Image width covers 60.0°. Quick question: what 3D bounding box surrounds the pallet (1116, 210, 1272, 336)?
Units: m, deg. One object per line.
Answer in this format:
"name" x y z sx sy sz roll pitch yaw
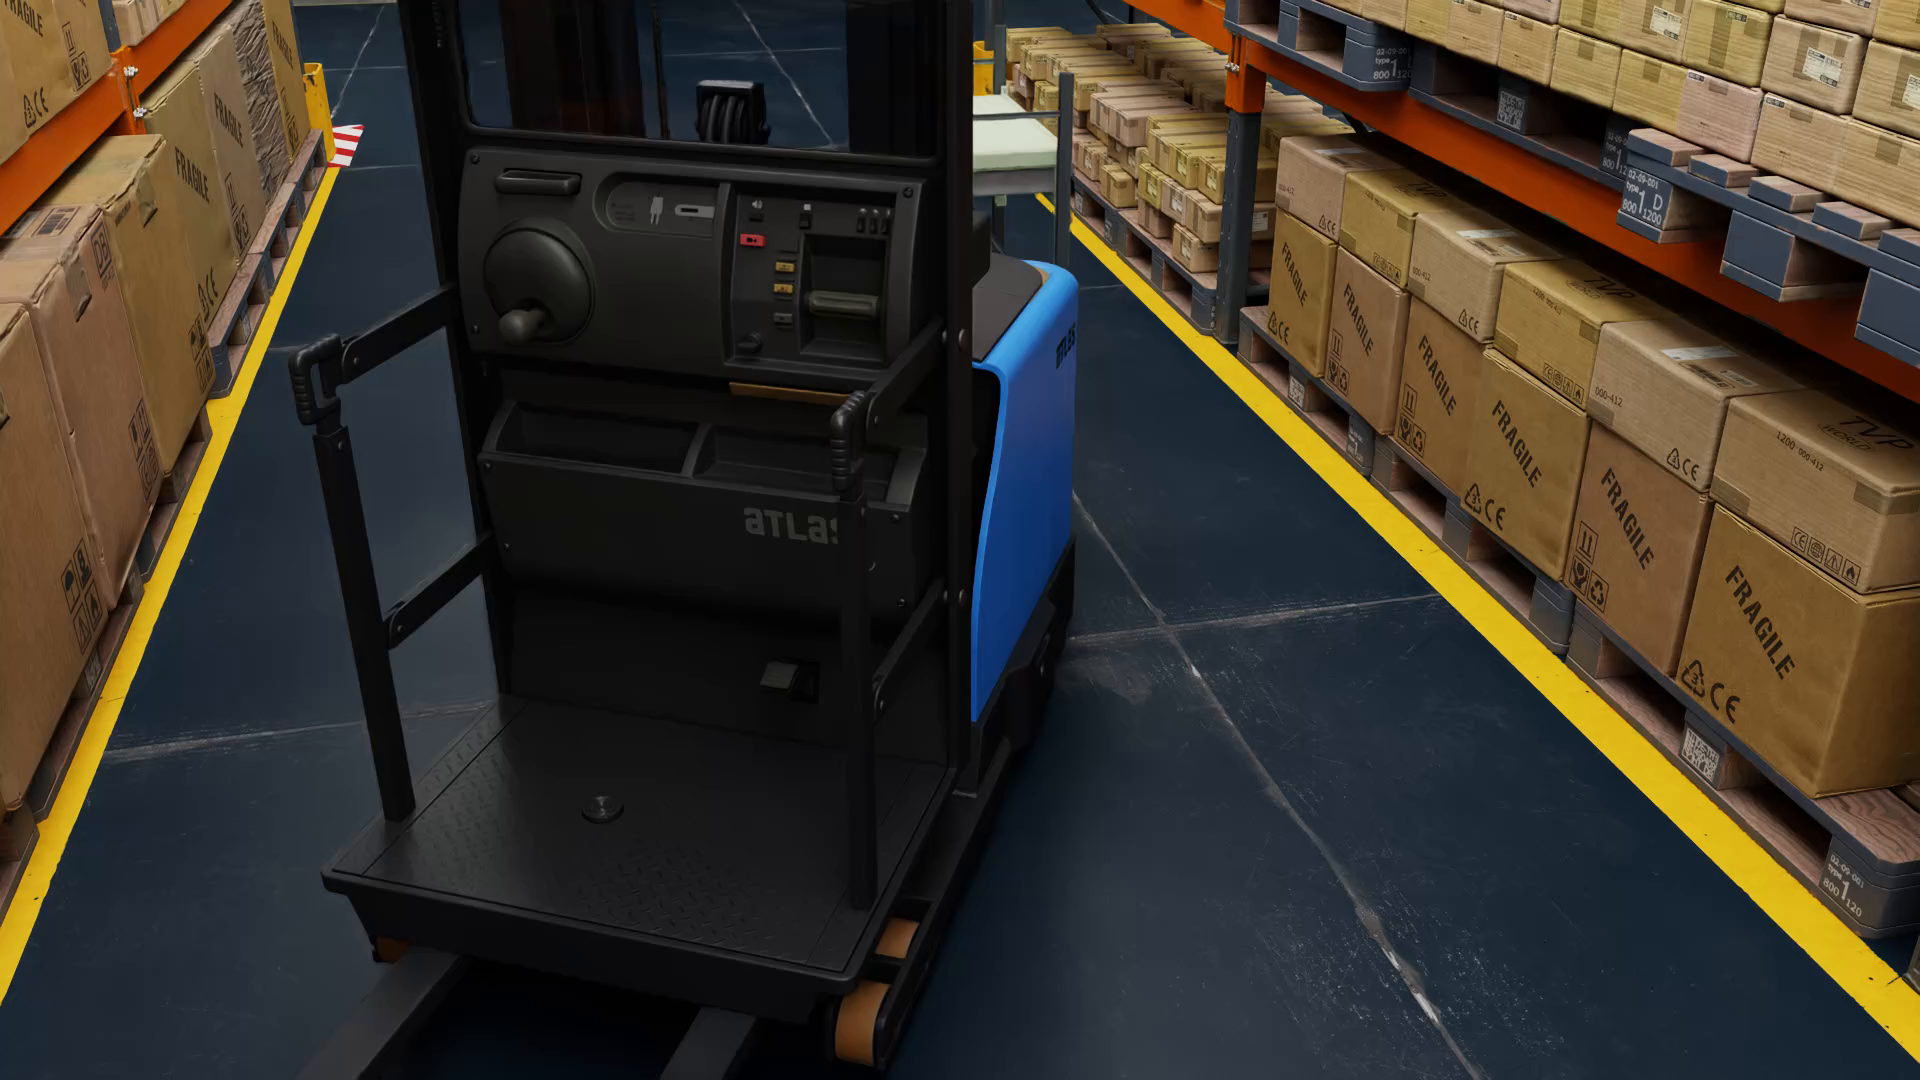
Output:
"pallet" 1.366 -1.254 7.500 1.003 0.211 1.213 -6 27 -12

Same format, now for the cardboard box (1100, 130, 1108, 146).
"cardboard box" 0.923 -2.065 8.381 0.380 0.149 0.250 -5 27 -9

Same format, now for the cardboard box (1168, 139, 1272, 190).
"cardboard box" 1.121 -1.626 7.179 0.380 0.149 0.250 -6 27 -11

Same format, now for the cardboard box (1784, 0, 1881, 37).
"cardboard box" 1.841 -1.071 3.196 0.380 0.149 0.250 -6 27 -12

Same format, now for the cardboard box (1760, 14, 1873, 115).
"cardboard box" 1.836 -0.947 3.280 0.380 0.149 0.250 -5 27 -10

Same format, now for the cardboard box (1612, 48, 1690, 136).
"cardboard box" 1.729 -1.028 3.771 0.380 0.149 0.250 -6 27 -12

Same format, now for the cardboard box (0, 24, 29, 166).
"cardboard box" -2.703 -1.169 4.125 0.500 0.500 0.500 -6 27 -12

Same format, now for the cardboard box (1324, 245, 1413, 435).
"cardboard box" 1.580 -0.696 5.607 0.500 0.500 0.500 -5 27 -9

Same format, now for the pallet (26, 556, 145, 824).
"pallet" -2.778 0.365 4.294 1.003 0.211 1.213 -6 27 -12

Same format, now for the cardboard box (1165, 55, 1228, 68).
"cardboard box" 1.310 -2.488 8.887 0.380 0.149 0.250 -5 27 -10

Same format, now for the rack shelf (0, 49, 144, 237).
"rack shelf" -2.853 -0.549 3.807 1.077 0.370 4.000 -6 27 -12

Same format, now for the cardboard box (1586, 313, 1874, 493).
"cardboard box" 1.919 -0.352 4.094 0.500 0.250 0.500 -6 27 -11

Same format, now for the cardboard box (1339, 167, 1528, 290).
"cardboard box" 1.583 -1.029 5.435 0.500 0.250 0.500 -5 27 -10

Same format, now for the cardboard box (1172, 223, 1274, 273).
"cardboard box" 1.131 -1.260 7.115 0.380 0.149 0.250 -6 27 -11

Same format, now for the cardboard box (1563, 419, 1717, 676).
"cardboard box" 1.936 -0.014 4.256 0.500 0.500 0.500 -5 27 -10

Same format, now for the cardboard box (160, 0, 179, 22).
"cardboard box" -3.166 -2.030 6.223 0.380 0.149 0.250 -5 27 -10

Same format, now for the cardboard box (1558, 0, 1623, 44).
"cardboard box" 1.664 -1.282 3.943 0.380 0.149 0.250 -6 27 -12

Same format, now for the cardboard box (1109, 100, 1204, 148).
"cardboard box" 0.925 -1.966 7.853 0.380 0.149 0.250 -7 28 -14

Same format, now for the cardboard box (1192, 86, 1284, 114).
"cardboard box" 1.366 -2.136 8.191 0.380 0.149 0.250 -7 28 -14

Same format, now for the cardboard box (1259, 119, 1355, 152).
"cardboard box" 1.566 -1.793 7.511 0.380 0.149 0.250 -6 27 -12

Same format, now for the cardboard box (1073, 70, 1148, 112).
"cardboard box" 0.753 -2.303 8.522 0.380 0.149 0.250 -6 27 -11

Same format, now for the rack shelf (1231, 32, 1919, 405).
"rack shelf" 2.002 -1.008 4.717 1.077 0.370 4.000 -6 27 -12

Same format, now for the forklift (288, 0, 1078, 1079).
"forklift" -0.581 -0.487 2.961 1.130 2.935 3.031 7 28 14

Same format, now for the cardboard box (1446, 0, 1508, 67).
"cardboard box" 1.545 -1.379 4.467 0.380 0.149 0.250 -7 28 -14

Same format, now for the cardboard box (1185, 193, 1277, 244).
"cardboard box" 1.171 -1.361 6.985 0.380 0.149 0.250 -5 27 -11

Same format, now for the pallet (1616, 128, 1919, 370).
"pallet" 2.188 -0.668 3.457 1.213 0.211 1.003 -6 27 -12

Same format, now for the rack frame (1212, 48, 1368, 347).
"rack frame" 1.551 -2.207 6.294 1.000 3.000 0.127 -6 27 -12

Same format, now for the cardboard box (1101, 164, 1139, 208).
"cardboard box" 0.898 -1.714 8.015 0.380 0.149 0.250 -6 27 -12

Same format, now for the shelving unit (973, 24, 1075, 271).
"shelving unit" 0.020 -0.690 4.952 0.431 1.500 0.755 -6 27 -11

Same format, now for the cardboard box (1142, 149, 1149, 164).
"cardboard box" 1.059 -1.714 7.685 0.380 0.149 0.250 -6 27 -11

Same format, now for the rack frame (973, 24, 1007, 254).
"rack frame" -0.059 -0.851 5.271 0.400 1.500 0.023 -6 27 -11

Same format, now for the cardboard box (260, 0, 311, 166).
"cardboard box" -3.983 -2.470 8.707 0.875 0.875 0.875 -6 27 -12

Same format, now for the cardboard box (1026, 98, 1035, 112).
"cardboard box" 0.595 -2.509 9.590 0.380 0.149 0.250 -6 27 -12

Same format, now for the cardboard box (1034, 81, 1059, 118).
"cardboard box" 0.618 -2.407 9.057 0.380 0.149 0.250 -5 27 -10

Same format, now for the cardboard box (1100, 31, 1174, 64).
"cardboard box" 1.017 -2.821 9.548 0.380 0.149 0.250 -5 27 -11

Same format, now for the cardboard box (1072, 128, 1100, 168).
"cardboard box" 0.730 -2.057 8.694 0.380 0.149 0.250 -7 28 -14

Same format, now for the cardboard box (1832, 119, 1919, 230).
"cardboard box" 1.894 -0.697 3.114 0.380 0.149 0.250 -5 27 -11

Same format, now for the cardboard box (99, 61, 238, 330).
"cardboard box" -3.375 -1.285 6.359 0.875 0.875 0.875 -6 27 -12

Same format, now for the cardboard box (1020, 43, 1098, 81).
"cardboard box" 0.548 -2.647 9.203 0.380 0.149 0.250 -6 27 -12

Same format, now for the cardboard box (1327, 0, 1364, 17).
"cardboard box" 1.368 -1.721 5.144 0.380 0.149 0.250 -6 27 -11

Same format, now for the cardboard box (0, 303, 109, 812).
"cardboard box" -2.731 0.072 3.671 1.225 0.875 0.875 -6 27 -11

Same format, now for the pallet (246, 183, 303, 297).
"pallet" -3.677 -1.382 7.753 1.003 0.211 1.213 -6 27 -12

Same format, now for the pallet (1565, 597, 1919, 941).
"pallet" 2.278 0.450 4.124 1.003 0.211 1.213 -6 27 -12
